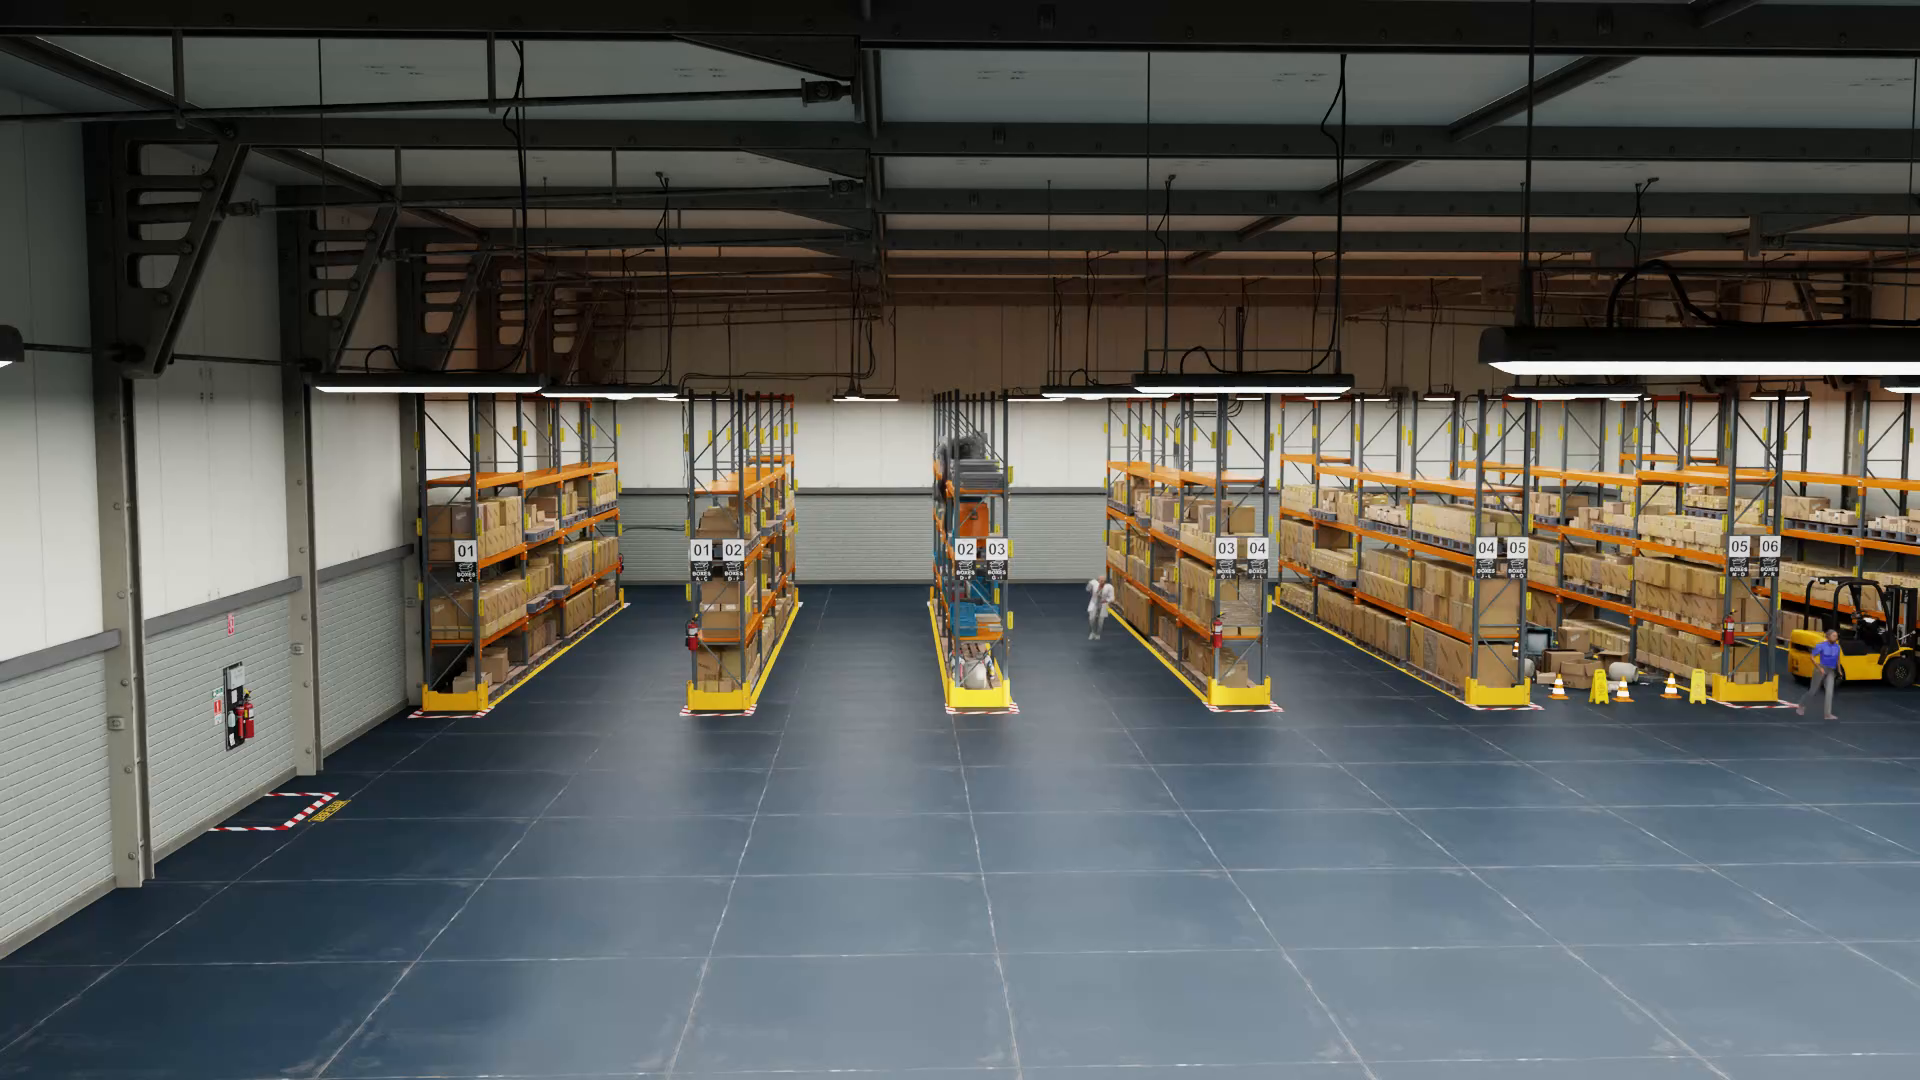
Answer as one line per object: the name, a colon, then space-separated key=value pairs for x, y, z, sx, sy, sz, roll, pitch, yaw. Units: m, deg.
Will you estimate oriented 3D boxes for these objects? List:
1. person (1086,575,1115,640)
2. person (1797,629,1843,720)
person: x=3.211 y=1.550 z=38.220 sx=0.724 sy=1.574 sz=1.045 roll=1 pitch=5 yaw=10
person: x=15.704 y=2.426 z=30.136 sx=0.621 sy=1.629 sz=0.932 roll=-1 pitch=5 yaw=-7
